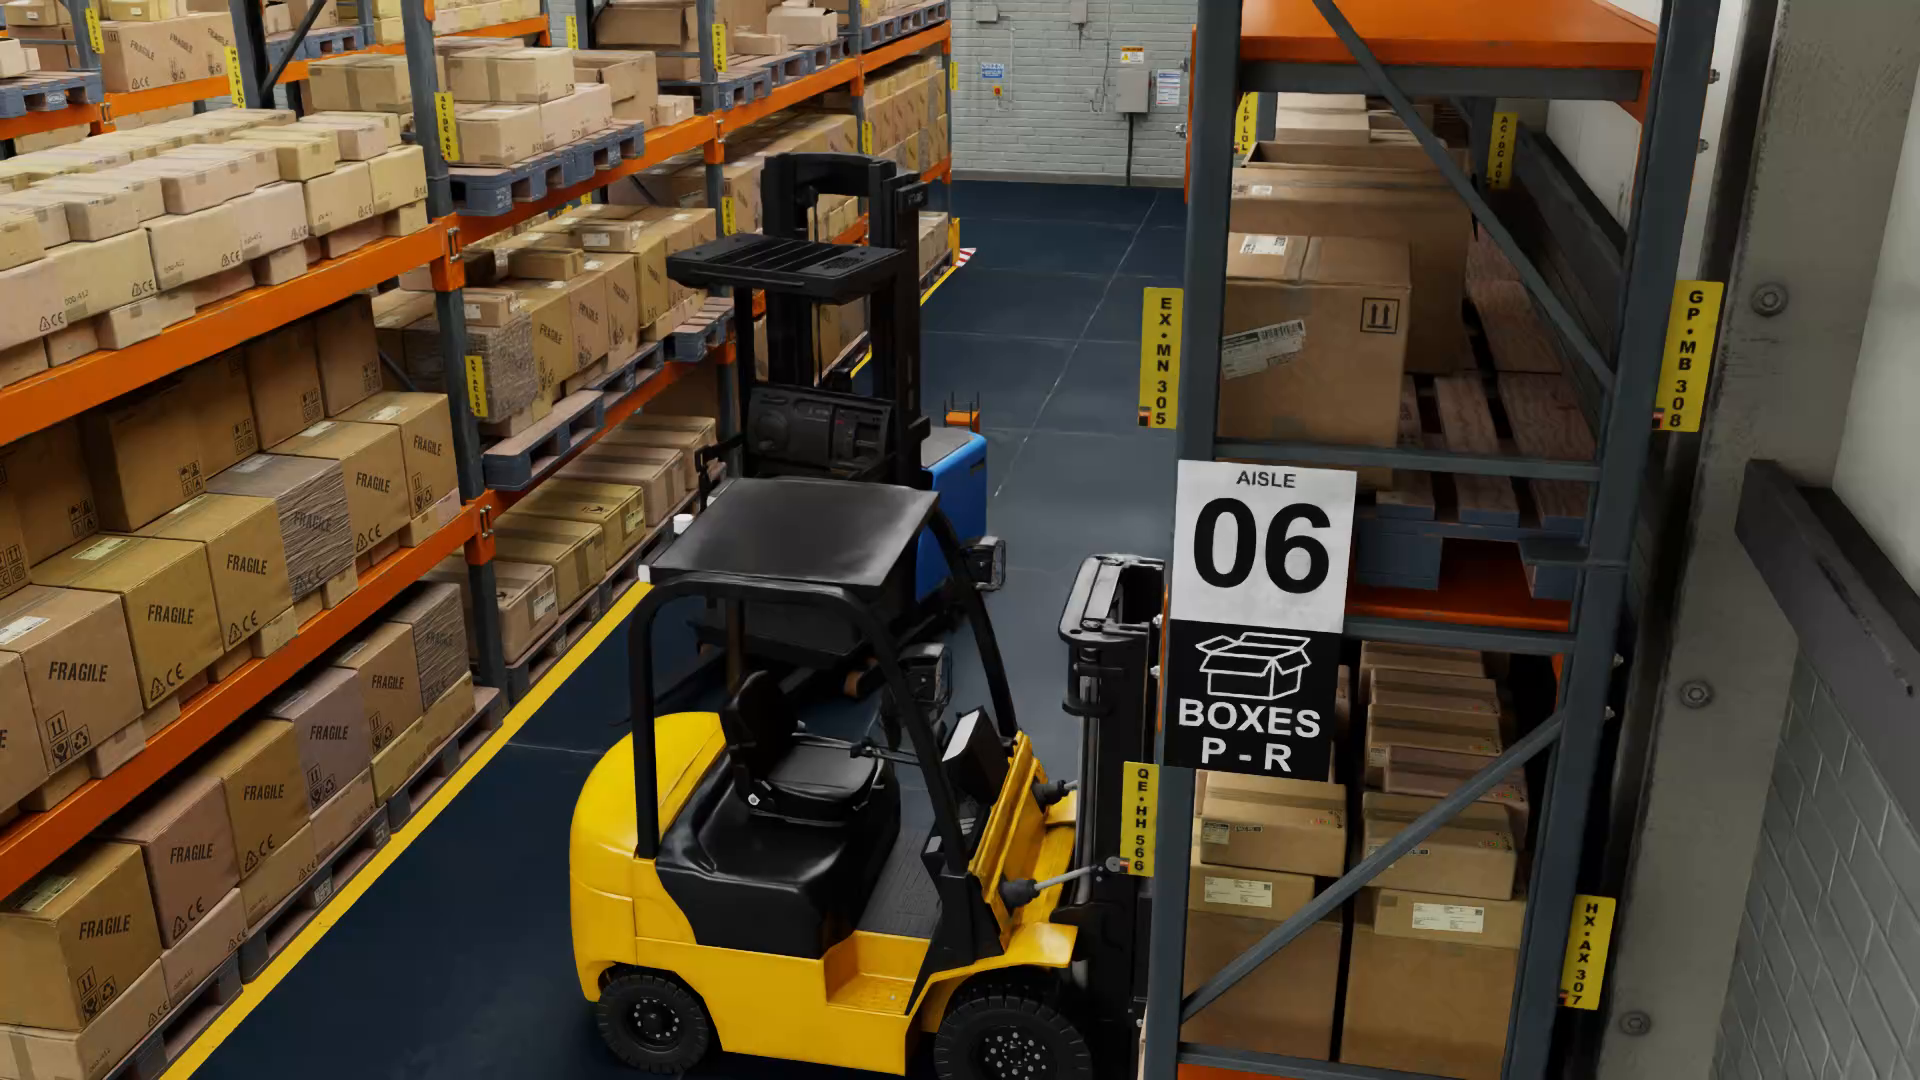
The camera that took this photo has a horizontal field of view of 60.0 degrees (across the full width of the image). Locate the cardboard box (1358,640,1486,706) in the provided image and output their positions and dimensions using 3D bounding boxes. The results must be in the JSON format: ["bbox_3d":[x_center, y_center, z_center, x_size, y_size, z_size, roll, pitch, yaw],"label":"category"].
[{"bbox_3d":[1.486,0.433,5.364,0.380,0.149,0.250,5,23,13],"label":"cardboard box"}]

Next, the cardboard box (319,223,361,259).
[{"bbox_3d":[-2.988,-1.392,7.616,0.380,0.149,0.250,5,22,11],"label":"cardboard box"}]

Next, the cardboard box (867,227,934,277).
[{"bbox_3d":[-0.823,-3.248,18.770,0.875,0.438,0.875,5,22,12],"label":"cardboard box"}]

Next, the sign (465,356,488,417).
[{"bbox_3d":[-2.523,-0.800,8.666,0.100,0.325,0.005,4,22,11],"label":"sign"}]

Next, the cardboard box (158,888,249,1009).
[{"bbox_3d":[-3.326,1.646,6.869,0.500,0.250,0.500,5,23,13],"label":"cardboard box"}]

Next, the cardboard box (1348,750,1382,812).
[{"bbox_3d":[1.357,0.764,4.940,0.380,0.149,0.250,4,22,10],"label":"cardboard box"}]

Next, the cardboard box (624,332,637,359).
[{"bbox_3d":[-2.315,-1.268,10.760,0.380,0.149,0.250,4,22,9],"label":"cardboard box"}]

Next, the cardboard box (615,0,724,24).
[{"bbox_3d":[-2.224,-3.909,12.834,0.700,0.500,0.500,3,22,8],"label":"cardboard box"}]

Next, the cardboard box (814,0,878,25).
[{"bbox_3d":[-1.098,-5.241,16.007,0.500,0.500,0.500,5,22,12],"label":"cardboard box"}]

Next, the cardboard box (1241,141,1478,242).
[{"bbox_3d":[1.303,-1.036,5.562,0.797,0.503,0.637,5,23,13],"label":"cardboard box"}]

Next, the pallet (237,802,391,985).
[{"bbox_3d":[-3.405,1.552,7.717,1.003,0.211,1.213,4,22,11],"label":"pallet"}]

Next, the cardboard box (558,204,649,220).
[{"bbox_3d":[-2.558,-2.132,12.039,0.500,0.500,0.500,4,22,9],"label":"cardboard box"}]

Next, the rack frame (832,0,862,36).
[{"bbox_3d":[-1.424,-6.146,15.068,1.000,3.000,0.127,4,22,11],"label":"rack frame"}]

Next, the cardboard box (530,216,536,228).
[{"bbox_3d":[-5.408,-3.870,20.304,0.380,0.149,0.250,4,22,10],"label":"cardboard box"}]

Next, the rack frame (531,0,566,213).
[{"bbox_3d":[-5.474,-5.166,20.666,1.000,3.000,0.127,4,22,11],"label":"rack frame"}]

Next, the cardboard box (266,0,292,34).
[{"bbox_3d":[-6.675,-4.942,15.652,0.500,0.311,0.500,4,22,10],"label":"cardboard box"}]

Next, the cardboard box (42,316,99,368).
[{"bbox_3d":[-3.356,-0.733,5.978,0.380,0.149,0.250,4,22,9],"label":"cardboard box"}]

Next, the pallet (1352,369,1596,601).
[{"bbox_3d":[1.157,-0.204,4.449,1.003,0.211,1.213,4,22,11],"label":"pallet"}]

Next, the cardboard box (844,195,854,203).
[{"bbox_3d":[-1.276,-3.345,15.677,0.500,0.250,0.500,4,22,11],"label":"cardboard box"}]

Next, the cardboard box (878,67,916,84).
[{"bbox_3d":[-0.691,-5.019,17.961,0.380,0.149,0.250,5,22,12],"label":"cardboard box"}]

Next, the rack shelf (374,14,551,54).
[{"bbox_3d":[-5.882,-5.492,18.424,1.077,0.370,4.000,4,22,11],"label":"rack shelf"}]

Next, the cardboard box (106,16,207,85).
[{"bbox_3d":[-6.634,-4.050,13.746,0.500,0.500,0.500,4,22,11],"label":"cardboard box"}]

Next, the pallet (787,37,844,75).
[{"bbox_3d":[-1.563,-4.326,14.822,0.805,0.209,1.217,4,22,9],"label":"pallet"}]

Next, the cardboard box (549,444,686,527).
[{"bbox_3d":[-2.508,-0.400,11.786,0.950,0.372,0.625,4,22,10],"label":"cardboard box"}]

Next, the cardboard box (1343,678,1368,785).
[{"bbox_3d":[1.544,0.820,5.669,0.500,0.500,0.500,4,22,10],"label":"cardboard box"}]

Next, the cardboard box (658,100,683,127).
[{"bbox_3d":[-2.141,-2.952,11.489,0.380,0.149,0.250,4,22,11],"label":"cardboard box"}]

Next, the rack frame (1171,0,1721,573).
[{"bbox_3d":[0.988,-1.380,3.235,1.000,3.000,0.127,4,22,11],"label":"rack frame"}]

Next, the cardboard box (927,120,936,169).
[{"bbox_3d":[-0.564,-4.493,18.861,0.500,0.500,0.500,4,22,10],"label":"cardboard box"}]

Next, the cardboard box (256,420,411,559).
[{"bbox_3d":[-3.002,-0.251,7.930,0.500,0.500,0.500,5,23,13],"label":"cardboard box"}]

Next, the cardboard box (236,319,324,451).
[{"bbox_3d":[-3.484,-0.756,7.844,0.700,0.500,0.500,5,22,11],"label":"cardboard box"}]

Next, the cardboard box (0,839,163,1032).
[{"bbox_3d":[-3.433,1.476,6.288,0.500,0.500,0.500,4,22,9],"label":"cardboard box"}]

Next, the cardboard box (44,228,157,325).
[{"bbox_3d":[-3.315,-0.972,6.039,0.500,0.250,0.500,5,22,12],"label":"cardboard box"}]

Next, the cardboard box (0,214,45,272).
[{"bbox_3d":[-3.329,-1.000,5.574,0.380,0.149,0.250,4,22,11],"label":"cardboard box"}]

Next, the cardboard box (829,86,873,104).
[{"bbox_3d":[-1.069,-4.365,16.335,0.380,0.149,0.250,5,22,12],"label":"cardboard box"}]

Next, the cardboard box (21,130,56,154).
[{"bbox_3d":[-10.667,-4.520,18.864,0.500,0.250,0.500,4,22,11],"label":"cardboard box"}]

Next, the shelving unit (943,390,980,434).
[{"bbox_3d":[0.011,-0.507,11.706,0.215,1.050,0.252,4,22,11],"label":"shelving unit"}]

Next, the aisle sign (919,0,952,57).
[{"bbox_3d":[-0.289,-6.034,19.342,0.394,0.787,0.004,4,22,11],"label":"aisle sign"}]

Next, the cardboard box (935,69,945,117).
[{"bbox_3d":[-0.473,-5.141,19.132,0.500,0.500,0.500,5,23,13],"label":"cardboard box"}]

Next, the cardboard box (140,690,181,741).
[{"bbox_3d":[-3.313,0.663,6.528,0.380,0.149,0.250,5,22,12],"label":"cardboard box"}]

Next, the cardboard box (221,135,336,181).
[{"bbox_3d":[-2.950,-1.655,7.202,0.380,0.149,0.250,5,22,12],"label":"cardboard box"}]

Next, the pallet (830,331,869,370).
[{"bbox_3d":[-1.507,-1.781,15.994,1.003,0.211,1.213,4,22,11],"label":"pallet"}]

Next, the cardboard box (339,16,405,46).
[{"bbox_3d":[-5.937,-5.174,16.872,0.500,0.250,0.500,6,23,14],"label":"cardboard box"}]

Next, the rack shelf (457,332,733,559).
[{"bbox_3d":[-2.648,-0.835,10.874,1.077,0.370,4.000,4,22,11],"label":"rack shelf"}]

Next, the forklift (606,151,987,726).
[{"bbox_3d":[-0.916,-0.631,9.496,1.130,2.935,3.031,10,24,24],"label":"forklift"}]

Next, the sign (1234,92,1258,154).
[{"bbox_3d":[1.271,-1.875,7.366,0.100,0.325,0.005,4,22,11],"label":"sign"}]

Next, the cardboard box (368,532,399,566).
[{"bbox_3d":[-2.997,0.001,8.171,0.380,0.149,0.250,5,22,11],"label":"cardboard box"}]

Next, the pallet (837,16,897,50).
[{"bbox_3d":[-1.247,-5.012,16.386,1.003,0.211,1.213,4,22,11],"label":"pallet"}]

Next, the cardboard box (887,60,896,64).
[{"bbox_3d":[-0.935,-5.427,18.973,0.380,0.149,0.250,5,22,12],"label":"cardboard box"}]

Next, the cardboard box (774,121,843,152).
[{"bbox_3d":[-1.367,-3.501,15.058,0.500,0.500,0.500,5,22,12],"label":"cardboard box"}]

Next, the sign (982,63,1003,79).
[{"bbox_3d":[0.485,-7.041,24.960,0.327,0.218,0.001,4,22,11],"label":"sign"}]

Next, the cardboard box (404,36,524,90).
[{"bbox_3d":[-2.876,-2.782,9.701,0.500,0.250,0.500,5,22,12],"label":"cardboard box"}]

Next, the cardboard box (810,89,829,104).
[{"bbox_3d":[-1.512,-4.399,16.421,0.380,0.149,0.250,5,22,12],"label":"cardboard box"}]

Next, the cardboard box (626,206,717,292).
[{"bbox_3d":[-2.061,-2.092,11.938,0.500,0.500,0.500,4,22,9],"label":"cardboard box"}]

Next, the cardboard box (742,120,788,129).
[{"bbox_3d":[-1.872,-3.546,15.170,0.500,0.500,0.500,4,22,11],"label":"cardboard box"}]

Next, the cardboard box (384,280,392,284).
[{"bbox_3d":[-5.903,-2.822,17.701,0.380,0.149,0.250,5,23,13],"label":"cardboard box"}]

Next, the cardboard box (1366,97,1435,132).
[{"bbox_3d":[2.496,-2.429,9.472,0.380,0.166,0.250,4,22,11],"label":"cardboard box"}]

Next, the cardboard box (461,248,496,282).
[{"bbox_3d":[-3.022,-1.658,9.994,0.380,0.149,0.250,4,22,9],"label":"cardboard box"}]

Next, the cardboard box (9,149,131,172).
[{"bbox_3d":[-3.652,-1.511,6.844,0.380,0.149,0.250,4,22,10],"label":"cardboard box"}]
